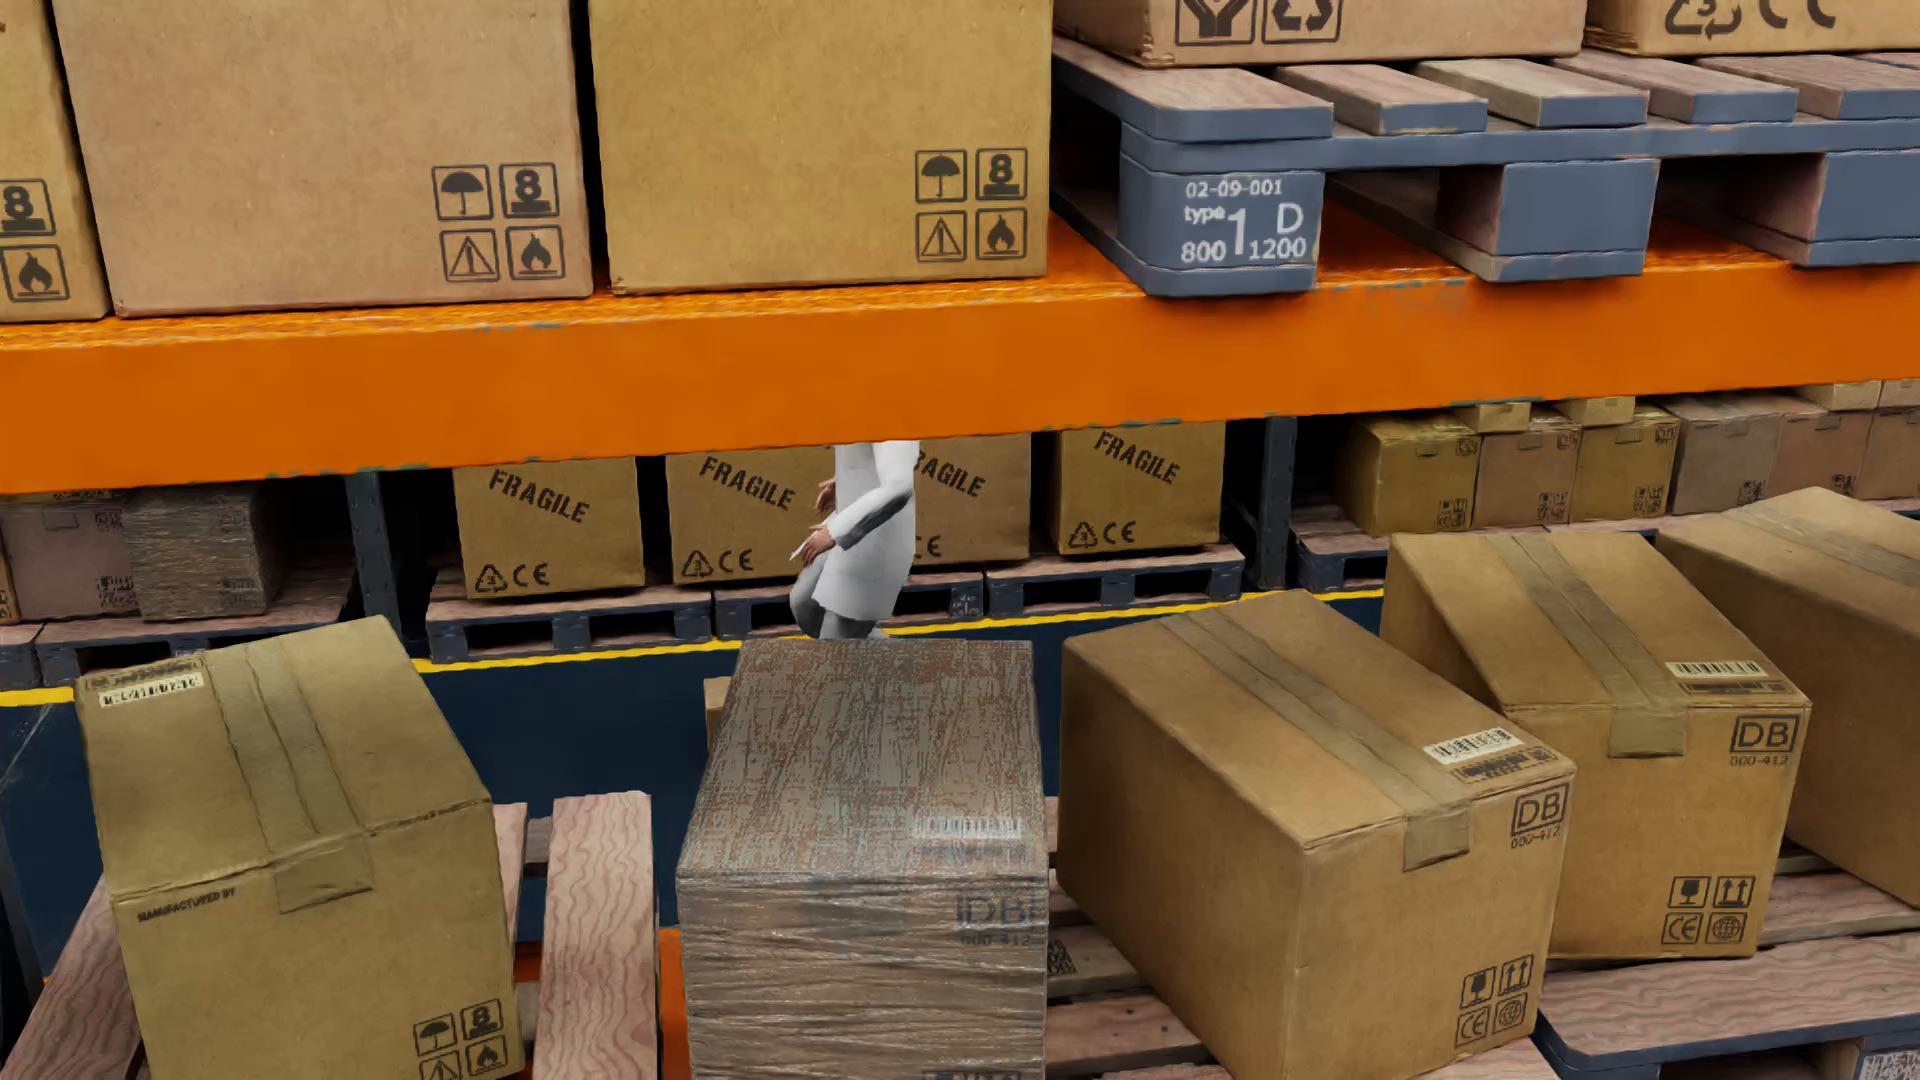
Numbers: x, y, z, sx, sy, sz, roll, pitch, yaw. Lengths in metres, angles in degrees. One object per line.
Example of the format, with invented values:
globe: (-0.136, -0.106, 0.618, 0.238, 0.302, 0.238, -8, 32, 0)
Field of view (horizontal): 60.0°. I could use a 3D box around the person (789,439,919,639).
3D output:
person: (-0.368, 0.004, 6.150, 0.519, 1.750, 0.788, -4, 23, -10)
